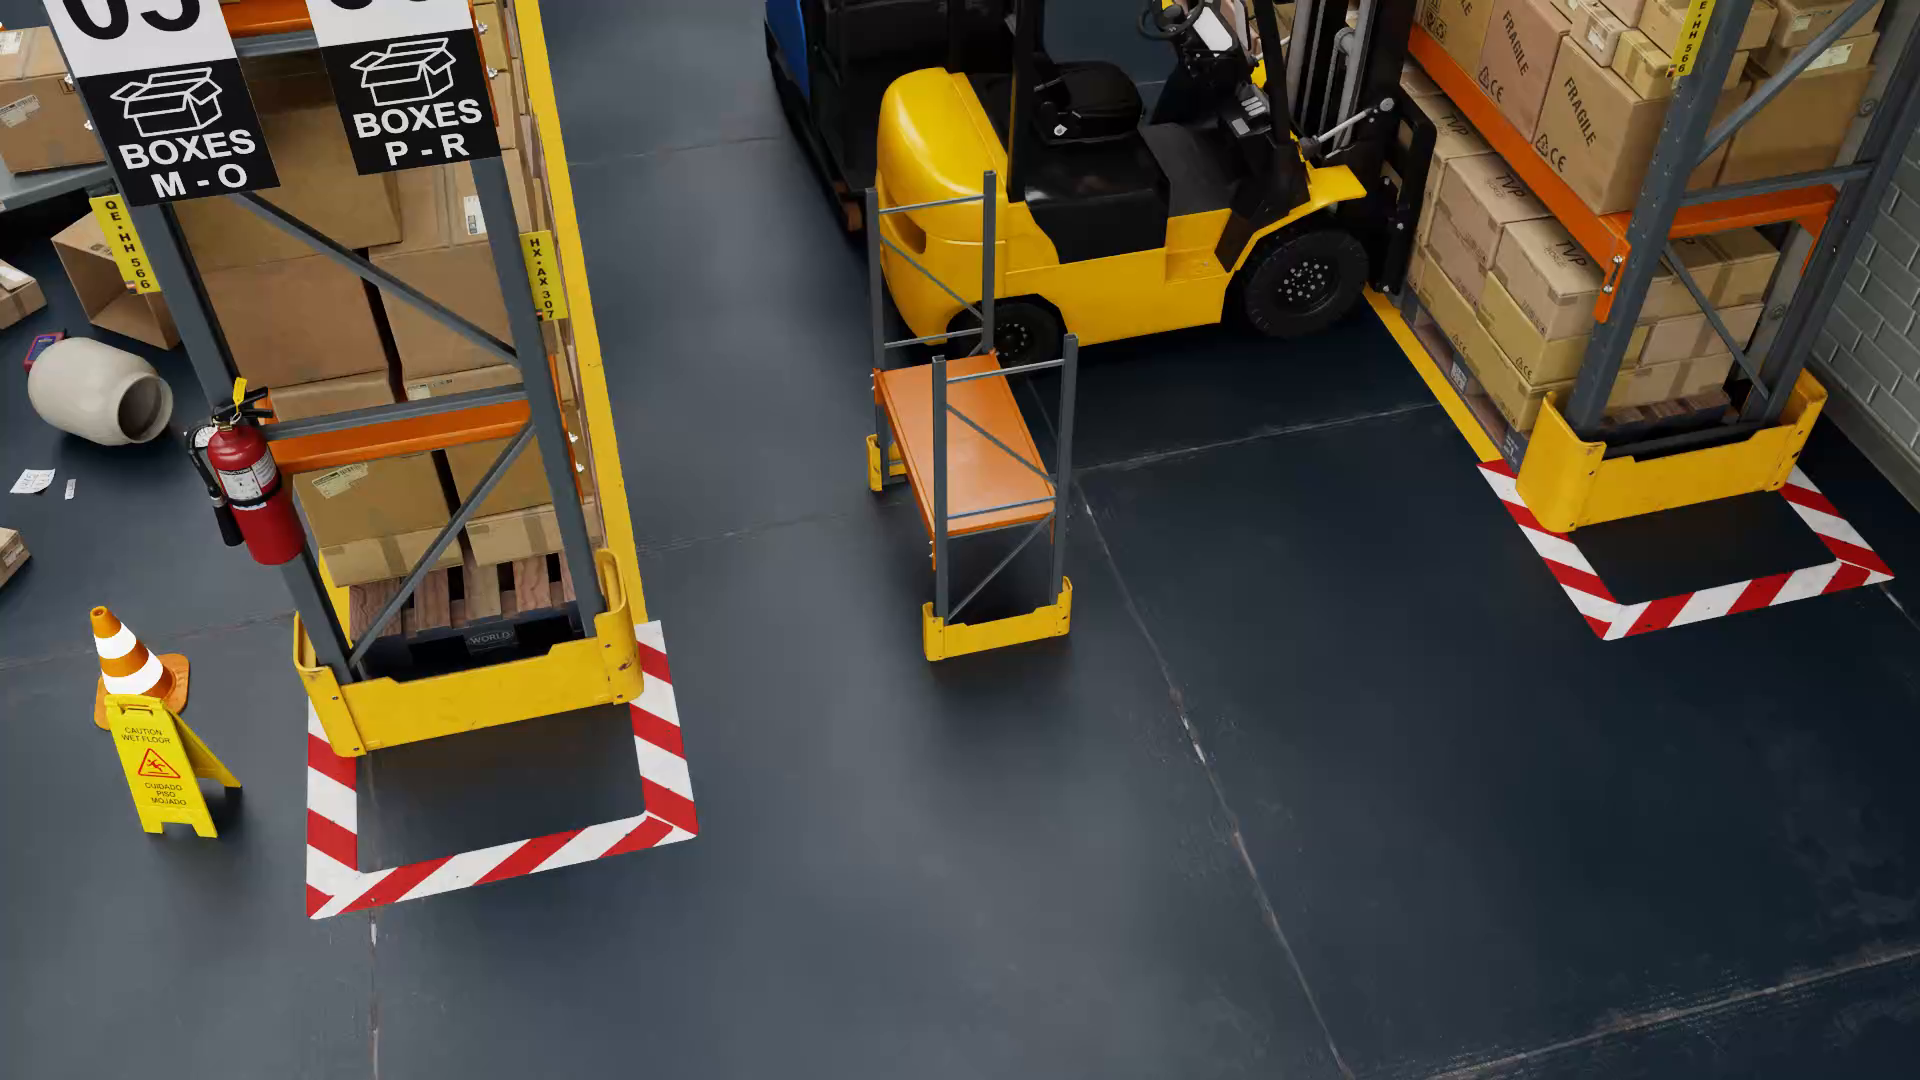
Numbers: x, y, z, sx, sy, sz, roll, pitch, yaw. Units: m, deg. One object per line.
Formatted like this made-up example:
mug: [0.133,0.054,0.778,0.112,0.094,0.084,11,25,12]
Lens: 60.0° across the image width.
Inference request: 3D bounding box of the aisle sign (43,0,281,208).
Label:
aisle sign: [-2.063,-1.215,4.271,0.394,0.787,0.004,-11,47,-10]

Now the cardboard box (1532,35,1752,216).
cardboard box: [2.619,-1.638,6.436,0.500,0.500,0.500,-12,47,-11]

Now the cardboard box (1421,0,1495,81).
cardboard box: [2.364,-2.352,7.135,0.500,0.500,0.500,-12,47,-11]

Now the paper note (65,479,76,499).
paper note: [-3.858,-0.221,7.210,0.032,0.001,0.123,-11,47,-10]

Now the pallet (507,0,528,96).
pallet: [-3.023,-2.724,9.522,1.003,0.211,1.213,-11,47,-10]

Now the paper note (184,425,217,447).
paper note: [-3.384,-0.473,7.443,0.142,0.019,0.148,-26,51,-24]

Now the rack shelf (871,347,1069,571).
rack shelf: [0.022,-0.340,6.536,0.538,0.185,1.000,-11,47,-10]

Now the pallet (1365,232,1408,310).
pallet: [2.454,-1.696,8.515,1.003,0.211,1.213,-11,47,-10]

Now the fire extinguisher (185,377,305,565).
fire extinguisher: [-2.214,-0.211,5.161,0.296,0.674,0.183,-11,47,-10]

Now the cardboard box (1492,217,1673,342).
cardboard box: [2.580,-1.107,6.916,0.500,0.250,0.500,-9,46,-9]

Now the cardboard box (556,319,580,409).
cardboard box: [-1.882,-0.832,6.822,0.500,0.500,0.500,-12,47,-12]

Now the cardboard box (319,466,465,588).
cardboard box: [-2.271,-0.111,6.641,0.500,0.250,0.500,-11,47,-11]

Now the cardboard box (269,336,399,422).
cardboard box: [-2.101,-0.532,5.598,0.380,0.149,0.250,-9,46,-9]

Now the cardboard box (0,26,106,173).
cardboard box: [-4.535,-2.207,8.283,0.500,0.500,0.500,-11,47,-10]

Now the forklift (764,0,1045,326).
forklift: [-0.171,-2.935,7.825,1.130,2.935,3.031,-13,47,-13]

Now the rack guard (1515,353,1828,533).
rack guard: [3.005,-0.420,7.062,1.175,0.500,0.348,-11,47,-10]

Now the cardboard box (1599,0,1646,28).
cardboard box: [2.610,-2.051,6.178,0.380,0.149,0.250,-11,47,-10]

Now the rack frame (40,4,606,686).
rack frame: [-1.798,-0.401,5.294,1.000,3.000,0.127,-11,47,-10]

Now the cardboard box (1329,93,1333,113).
cardboard box: [2.049,-2.345,8.480,0.500,0.250,0.500,-11,47,-11]

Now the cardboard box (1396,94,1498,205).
cardboard box: [2.304,-1.805,7.600,0.500,0.250,0.500,-10,46,-10]

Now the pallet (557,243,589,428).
pallet: [-2.300,-0.886,7.721,1.003,0.211,1.213,-11,47,-10]

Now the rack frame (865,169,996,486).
rack frame: [-0.108,-0.817,6.751,0.500,1.500,0.032,-11,47,-10]

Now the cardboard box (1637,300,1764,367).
cardboard box: [3.079,-1.033,7.194,0.500,0.250,0.500,-10,46,-10]

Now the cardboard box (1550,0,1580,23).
cardboard box: [2.538,-2.123,6.457,0.380,0.149,0.250,-10,46,-10]

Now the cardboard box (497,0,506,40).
cardboard box: [-2.193,-2.329,6.905,0.500,0.500,0.500,-10,46,-9]

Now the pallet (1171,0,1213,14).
pallet: [1.749,-3.598,10.379,1.003,0.211,1.213,-11,47,-10]

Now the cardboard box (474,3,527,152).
cardboard box: [-1.919,-1.626,6.216,0.500,0.500,0.500,-12,47,-11]

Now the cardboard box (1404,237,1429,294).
cardboard box: [2.336,-1.455,7.957,0.500,0.250,0.500,-10,46,-10]

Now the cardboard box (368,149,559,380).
cardboard box: [-1.651,-0.918,5.522,0.500,0.500,0.500,-11,47,-11]

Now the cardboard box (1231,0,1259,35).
cardboard box: [1.800,-3.042,9.163,0.500,0.250,0.500,-11,47,-11]

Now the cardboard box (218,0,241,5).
cardboard box: [-2.160,-1.558,4.503,0.380,0.149,0.250,-11,47,-10]

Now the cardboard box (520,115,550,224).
cardboard box: [-2.148,-1.547,7.523,0.500,0.500,0.500,-8,46,-8]

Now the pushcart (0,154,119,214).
pushcart: [-5.014,-1.793,8.494,1.648,0.377,0.936,-26,51,-24]

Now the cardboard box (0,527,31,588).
cardboard box: [-4.086,0.062,6.836,0.380,0.149,0.250,11,47,11]

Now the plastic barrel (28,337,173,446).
plastic barrel: [-3.791,-0.649,7.340,0.512,0.421,0.421,19,48,17]

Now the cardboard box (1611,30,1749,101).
cardboard box: [2.639,-1.761,6.102,0.380,0.149,0.250,-10,46,-10]

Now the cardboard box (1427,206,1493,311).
cardboard box: [2.454,-1.298,7.454,0.500,0.250,0.500,-11,47,-11]

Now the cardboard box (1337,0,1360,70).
cardboard box: [2.055,-2.520,8.301,0.500,0.250,0.500,-9,46,-9]

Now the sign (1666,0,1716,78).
sign: [2.471,-1.710,5.600,0.100,0.325,0.005,-11,47,-10]

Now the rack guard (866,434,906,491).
rack guard: [-0.108,-0.379,7.197,0.587,0.250,0.087,-11,47,-10]

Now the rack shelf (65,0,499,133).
rack shelf: [-2.310,-2.580,5.832,1.077,0.370,4.000,-11,47,-10]

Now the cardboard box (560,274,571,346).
cardboard box: [-2.013,-0.921,7.435,0.500,0.250,0.500,-8,46,-8]

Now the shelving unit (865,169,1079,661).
shelving unit: [0.020,-0.472,6.414,0.587,1.500,1.083,-11,47,-10]

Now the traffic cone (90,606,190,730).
traffic cone: [-3.155,0.426,6.259,0.336,0.463,0.334,-11,47,-10]

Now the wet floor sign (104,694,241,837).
wet floor sign: [-2.784,0.750,5.814,0.267,0.644,0.232,4,46,4]

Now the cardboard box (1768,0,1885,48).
cardboard box: [3.120,-1.948,6.077,0.380,0.149,0.250,-12,47,-11]

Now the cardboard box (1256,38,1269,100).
cardboard box: [1.924,-2.515,8.997,0.500,0.250,0.500,-12,47,-11]

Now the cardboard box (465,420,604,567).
cardboard box: [-1.737,-0.193,6.721,0.500,0.250,0.500,-11,47,-11]

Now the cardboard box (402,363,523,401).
cardboard box: [-1.685,-0.586,5.650,0.380,0.149,0.250,-11,47,-10]

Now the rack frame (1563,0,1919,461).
rack frame: [2.999,-1.311,6.186,1.000,3.000,0.127,-11,47,-10]

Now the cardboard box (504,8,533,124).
cardboard box: [-2.411,-2.250,8.212,0.500,0.500,0.500,-11,47,-11]

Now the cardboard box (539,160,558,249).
cardboard box: [-2.265,-1.622,8.122,0.500,0.250,0.500,-12,47,-11]

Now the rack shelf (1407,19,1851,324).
rack shelf: [2.487,-2.440,7.796,1.077,0.370,4.000,-11,47,-10]

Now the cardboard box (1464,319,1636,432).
cardboard box: [2.573,-0.762,7.279,0.500,0.250,0.500,-10,46,-10]
